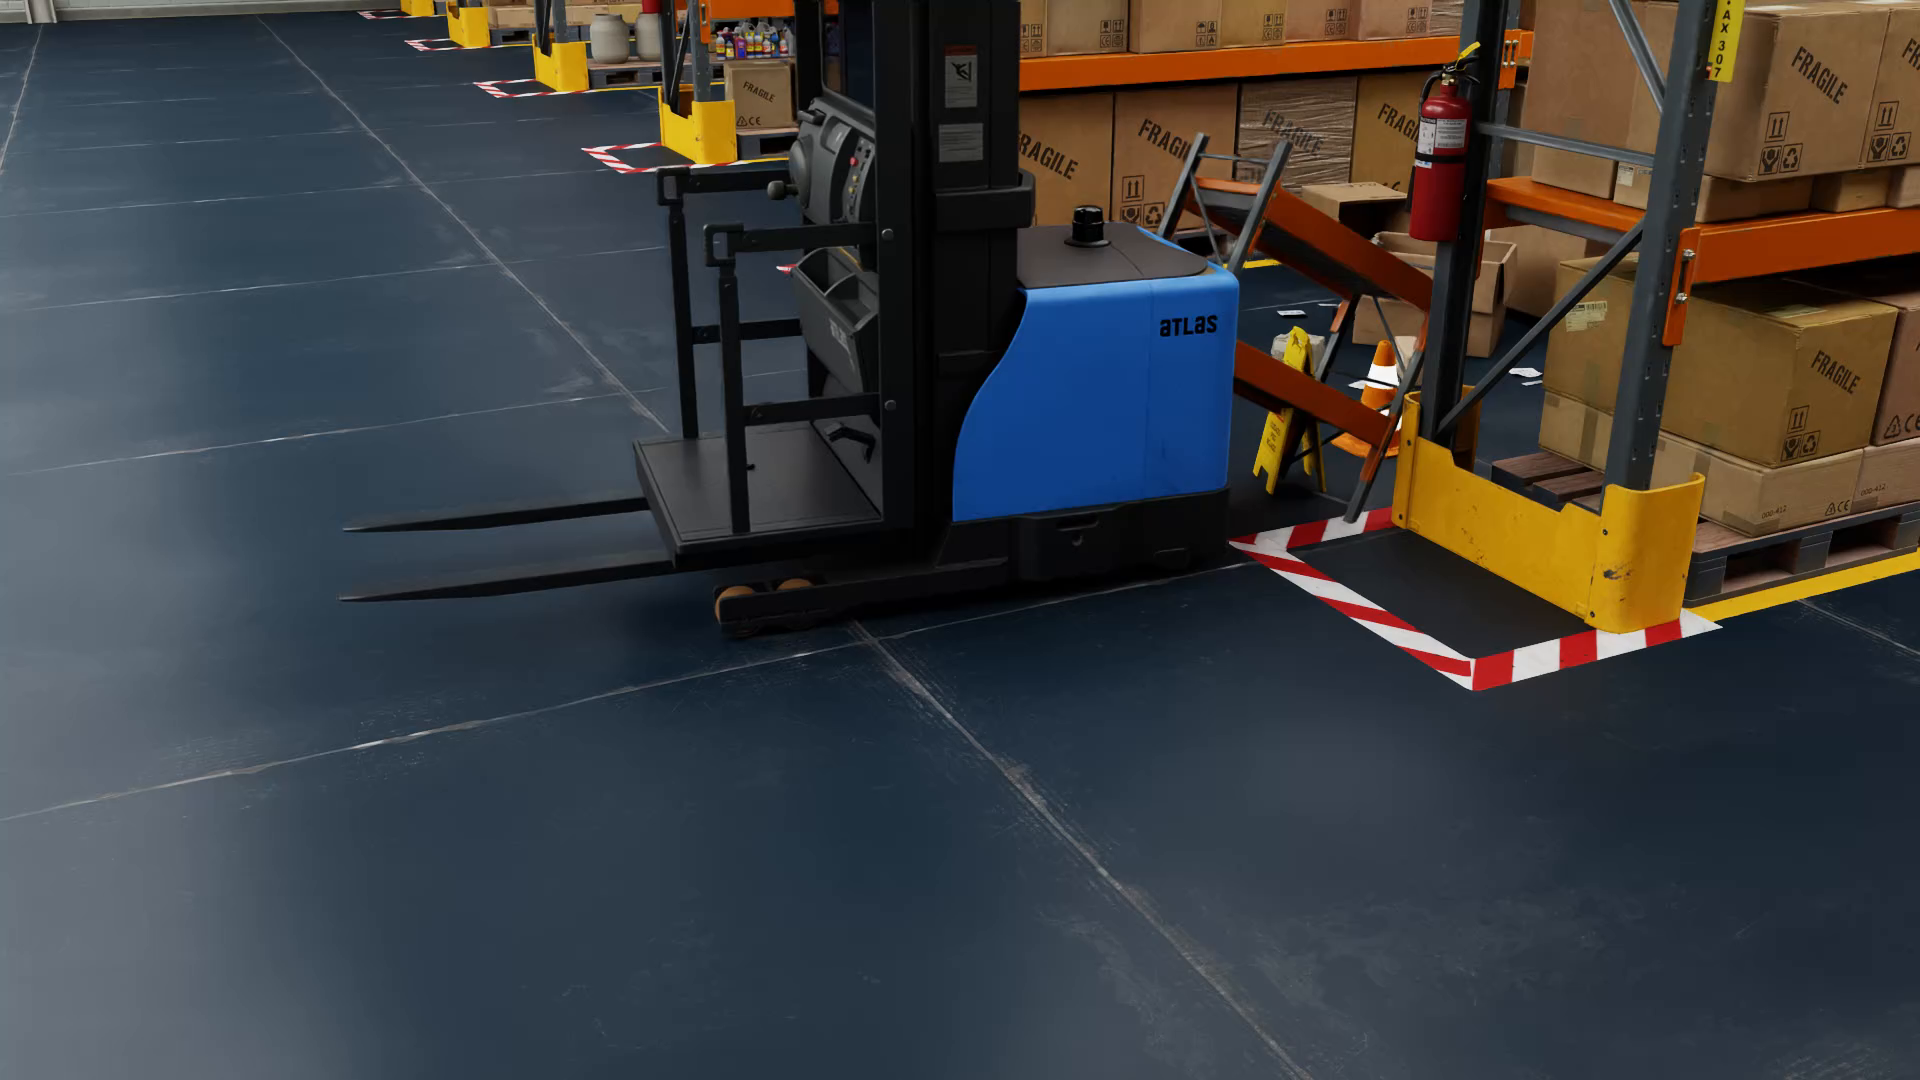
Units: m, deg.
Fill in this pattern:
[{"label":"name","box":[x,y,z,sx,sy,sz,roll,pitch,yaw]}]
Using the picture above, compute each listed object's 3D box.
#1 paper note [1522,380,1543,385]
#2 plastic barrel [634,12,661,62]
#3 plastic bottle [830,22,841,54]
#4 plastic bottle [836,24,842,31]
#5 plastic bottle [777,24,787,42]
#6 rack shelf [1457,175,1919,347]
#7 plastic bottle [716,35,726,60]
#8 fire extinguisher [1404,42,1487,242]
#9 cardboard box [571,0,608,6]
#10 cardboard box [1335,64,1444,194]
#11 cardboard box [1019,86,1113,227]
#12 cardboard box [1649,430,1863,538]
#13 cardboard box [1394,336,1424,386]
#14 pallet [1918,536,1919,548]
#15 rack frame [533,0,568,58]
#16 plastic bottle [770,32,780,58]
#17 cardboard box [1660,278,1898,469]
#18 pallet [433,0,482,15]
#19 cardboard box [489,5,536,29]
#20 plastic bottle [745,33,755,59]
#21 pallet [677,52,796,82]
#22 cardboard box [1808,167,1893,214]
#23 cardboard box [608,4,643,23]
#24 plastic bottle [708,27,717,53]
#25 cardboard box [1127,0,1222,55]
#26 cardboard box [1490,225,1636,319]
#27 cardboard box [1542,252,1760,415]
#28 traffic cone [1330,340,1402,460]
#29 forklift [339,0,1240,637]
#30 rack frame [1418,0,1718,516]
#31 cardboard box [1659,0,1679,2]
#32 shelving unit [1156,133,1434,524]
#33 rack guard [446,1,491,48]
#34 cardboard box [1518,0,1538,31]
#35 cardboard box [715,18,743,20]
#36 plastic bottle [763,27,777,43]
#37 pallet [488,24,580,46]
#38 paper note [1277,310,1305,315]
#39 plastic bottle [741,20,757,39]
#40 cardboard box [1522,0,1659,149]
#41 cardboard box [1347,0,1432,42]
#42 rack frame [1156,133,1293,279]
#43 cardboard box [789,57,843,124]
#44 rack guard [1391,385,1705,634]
[{"label":"paper note","box":[2.788,-0.764,8.083,0.123,0.001,0.032,-10,25,-24]},{"label":"plastic barrel","box":[-3.450,-5.670,18.729,0.421,0.512,0.421,0,22,0]},{"label":"plastic bottle","box":[-1.485,-5.811,19.256,0.185,0.351,0.144,-12,25,-26]},{"label":"plastic bottle","box":[-1.375,-5.893,19.453,0.185,0.351,0.144,-10,25,-24]},{"label":"plastic bottle","box":[-2.102,-5.983,19.758,0.133,0.283,0.061,-9,24,-21]},{"label":"rack shelf","box":[3.787,-1.284,6.370,4.000,0.370,1.077,-10,25,-24]},{"label":"plastic bottle","box":[-2.693,-5.543,18.710,0.097,0.271,0.097,0,22,0]},{"label":"fire extinguisher","box":[1.682,-1.388,5.784,0.183,0.674,0.296,-10,25,-24]},{"label":"cardboard box","box":[-5.132,-7.568,22.675,0.500,0.500,0.500,-10,25,-24]},{"label":"cardboard box","box":[2.754,-2.769,11.247,0.875,0.875,0.875,-10,25,-23]},{"label":"cardboard box","box":[0.329,-2.321,10.164,0.875,0.875,0.875,-10,25,-23]},{"label":"cardboard box","box":[2.831,-0.246,5.970,0.500,0.250,0.500,-11,25,-24]},{"label":"cardboard box","box":[2.289,-0.881,8.183,0.250,0.149,0.380,2,23,4]},{"label":"pallet","box":[3.898,-0.332,6.776,1.213,0.211,1.003,-10,25,-24]},{"label":"rack frame","box":[-4.462,-6.407,17.805,0.127,3.000,1.000,-10,25,-24]},{"label":"plastic bottle","box":[-2.111,-5.650,18.969,0.097,0.271,0.097,0,22,0]},{"label":"cardboard box","box":[2.853,-0.597,5.836,0.500,0.500,0.500,-11,25,-25]},{"label":"pallet","box":[-7.942,-8.668,26.913,1.213,0.211,1.003,-10,25,-24]},{"label":"cardboard box","box":[-6.027,-7.050,22.406,0.500,0.250,0.500,-10,25,-24]},{"label":"plastic bottle","box":[-2.384,-5.599,18.847,0.097,0.271,0.097,0,22,0]},{"label":"pallet","box":[-2.581,-5.481,19.214,1.213,0.211,1.003,-10,25,-24]},{"label":"cardboard box","box":[2.876,-1.216,5.595,0.250,0.149,0.380,-11,25,-25]},{"label":"cardboard box","box":[-4.674,-7.298,23.006,0.500,0.250,0.500,-10,25,-24]},{"label":"plastic bottle","box":[-2.899,-5.836,19.403,0.133,0.283,0.061,-10,24,-22]},{"label":"cardboard box","box":[1.107,-3.268,10.028,0.550,0.550,0.875,-10,25,-24]},{"label":"cardboard box","box":[3.308,-1.516,9.076,0.503,0.637,0.797,-10,25,-24]},{"label":"cardboard box","box":[2.593,-0.777,6.271,0.500,0.500,0.500,-10,25,-23]},{"label":"traffic cone","box":[1.813,-0.628,7.162,0.334,0.463,0.336,-10,25,-24]},{"label":"forklift","box":[-0.609,-1.260,5.462,3.031,2.935,1.130,-7,24,-16]},{"label":"rack frame","box":[1.985,-1.284,5.431,0.127,3.000,1.000,-10,25,-24]},{"label":"cardboard box","box":[2.350,-2.090,5.550,0.500,0.500,0.700,-11,25,-25]},{"label":"shelving unit","box":[1.202,-0.779,6.293,1.048,1.125,0.538,20,4,-34]},{"label":"rack guard","box":[-6.628,-6.955,22.399,0.348,0.500,1.175,-10,25,-24]},{"label":"cardboard box","box":[3.941,-3.678,11.082,0.500,0.500,0.500,-10,25,-23]},{"label":"cardboard box","box":[-3.325,-7.549,23.611,0.500,0.250,0.500,-10,25,-24]},{"label":"plastic bottle","box":[-2.231,-5.875,19.508,0.135,0.276,0.152,-10,25,-24]},{"label":"pallet","box":[-5.936,-6.967,22.805,1.213,0.211,1.003,-10,25,-24]},{"label":"paper note","box":[1.858,-1.269,9.278,0.142,0.017,0.144,-2,23,-5]},{"label":"plastic bottle","box":[-2.485,-5.926,19.532,0.185,0.351,0.144,-9,24,-21]},{"label":"cardboard box","box":[2.354,-1.653,5.802,0.500,0.500,0.500,-11,25,-25]},{"label":"cardboard box","box":[2.538,-3.542,10.689,0.550,0.550,0.875,-10,25,-24]},{"label":"rack frame","box":[0.808,-0.923,6.005,0.032,1.125,0.500,20,4,-34]},{"label":"cardboard box","box":[-1.220,-3.947,14.584,0.500,0.500,0.500,-4,23,-10]},{"label":"rack guard","box":[2.053,-0.142,5.940,0.348,0.500,1.175,-10,25,-24]}]
